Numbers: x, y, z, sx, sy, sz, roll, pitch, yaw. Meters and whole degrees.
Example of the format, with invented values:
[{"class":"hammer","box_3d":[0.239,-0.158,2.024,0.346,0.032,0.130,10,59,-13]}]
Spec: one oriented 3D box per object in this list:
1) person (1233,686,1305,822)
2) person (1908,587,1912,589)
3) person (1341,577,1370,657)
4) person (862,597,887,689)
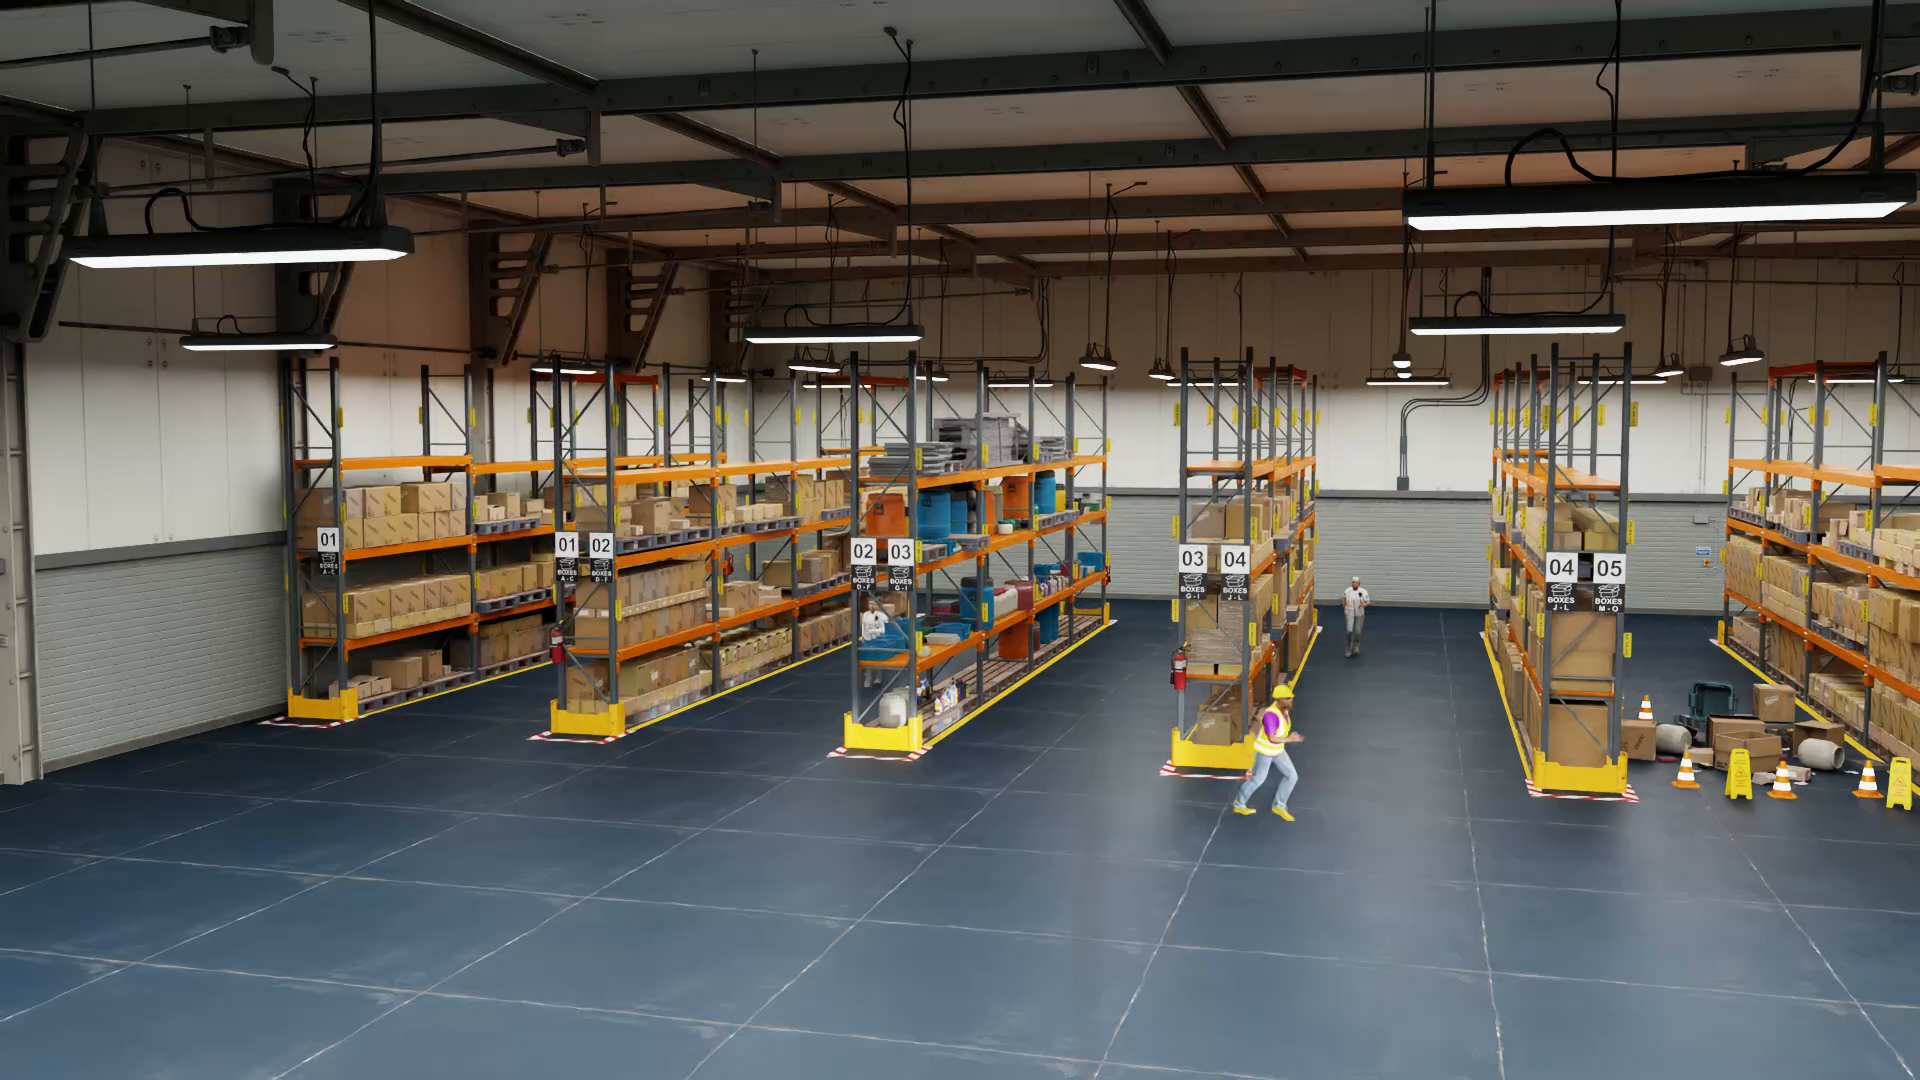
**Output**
[{"class":"person","box_3d":[3.859,2.639,20.585,0.990,1.725,0.717,3,5,38]},{"class":"person","box_3d":[18.667,1.768,32.559,0.651,1.695,0.976,0,4,-1]},{"class":"person","box_3d":[8.331,1.623,35.016,0.583,1.715,0.719,1,4,12]},{"class":"person","box_3d":[-1.605,1.893,30.840,0.596,1.710,0.671,1,4,17]}]
